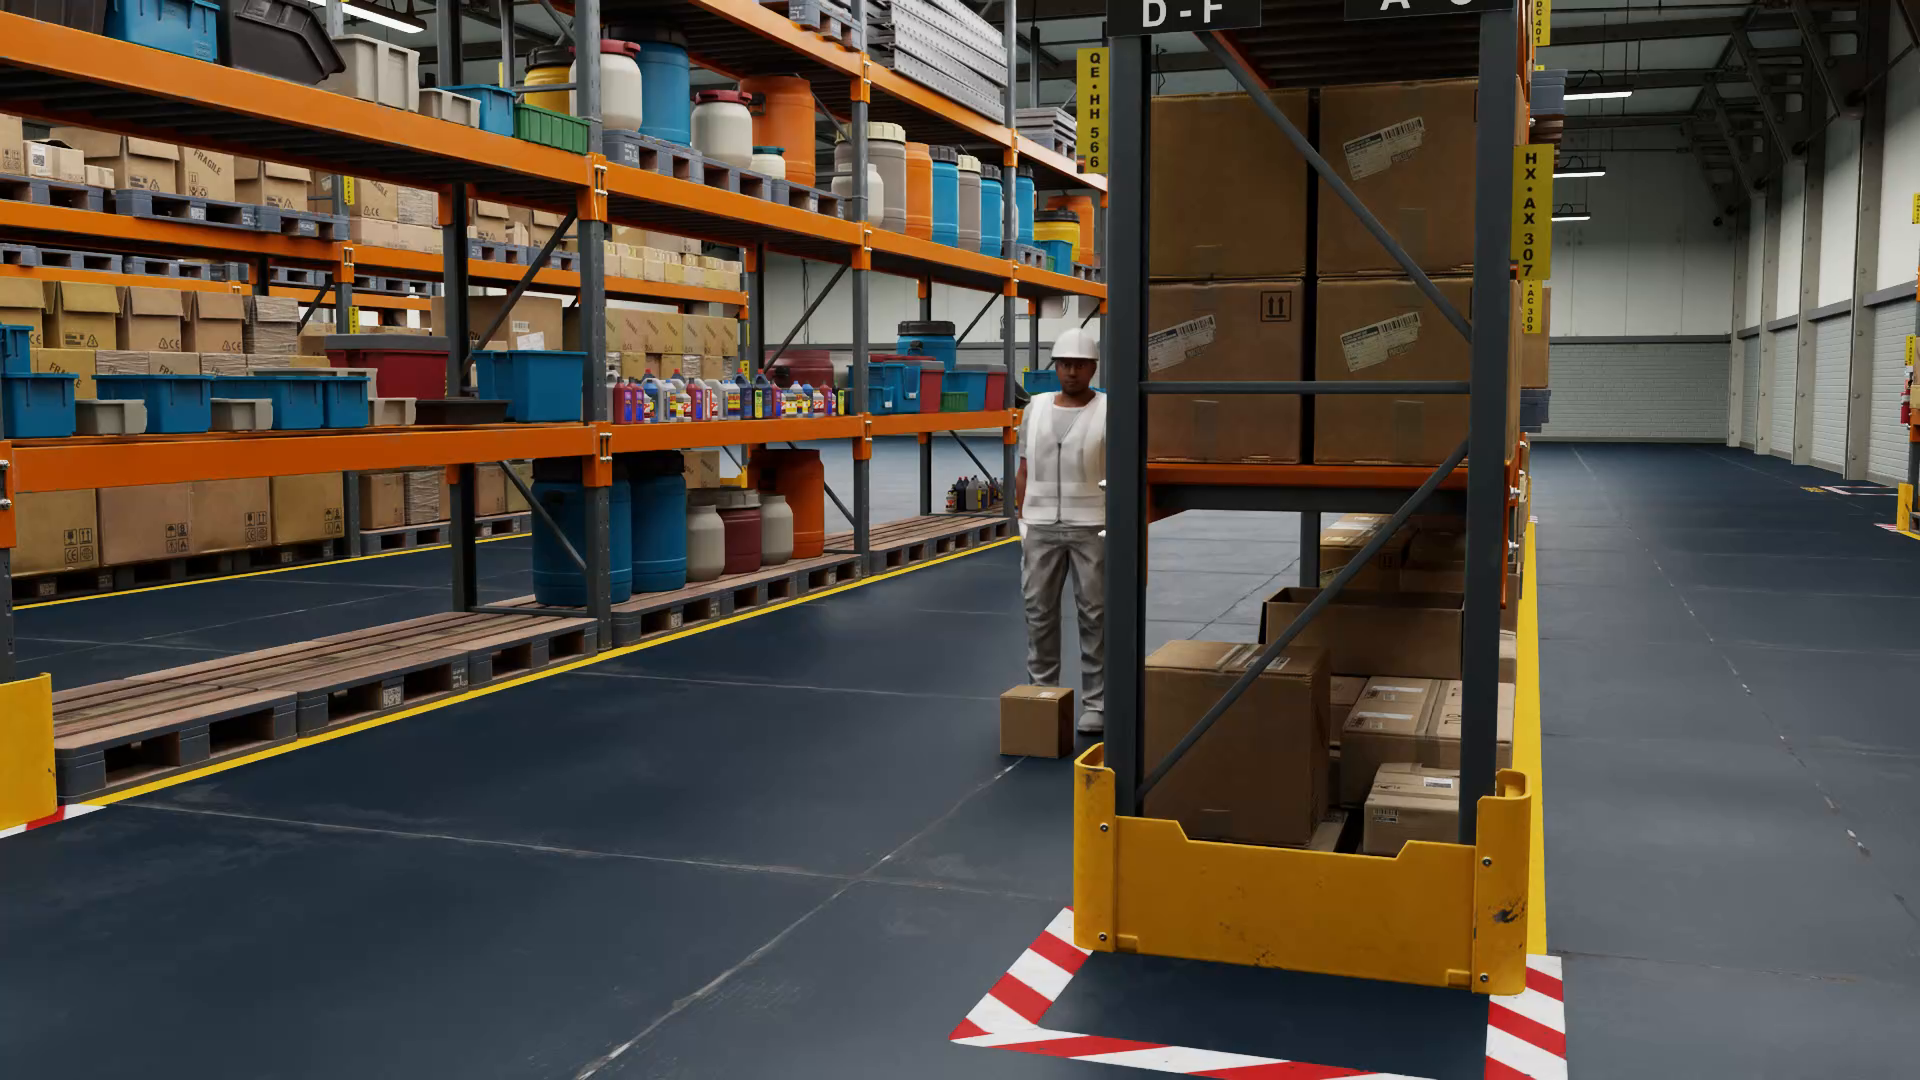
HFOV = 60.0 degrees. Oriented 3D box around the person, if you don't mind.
[{"bbox_3d":[0.503,-0.045,7.351,0.547,1.777,0.354,2,5,20],"label":"person"}]
